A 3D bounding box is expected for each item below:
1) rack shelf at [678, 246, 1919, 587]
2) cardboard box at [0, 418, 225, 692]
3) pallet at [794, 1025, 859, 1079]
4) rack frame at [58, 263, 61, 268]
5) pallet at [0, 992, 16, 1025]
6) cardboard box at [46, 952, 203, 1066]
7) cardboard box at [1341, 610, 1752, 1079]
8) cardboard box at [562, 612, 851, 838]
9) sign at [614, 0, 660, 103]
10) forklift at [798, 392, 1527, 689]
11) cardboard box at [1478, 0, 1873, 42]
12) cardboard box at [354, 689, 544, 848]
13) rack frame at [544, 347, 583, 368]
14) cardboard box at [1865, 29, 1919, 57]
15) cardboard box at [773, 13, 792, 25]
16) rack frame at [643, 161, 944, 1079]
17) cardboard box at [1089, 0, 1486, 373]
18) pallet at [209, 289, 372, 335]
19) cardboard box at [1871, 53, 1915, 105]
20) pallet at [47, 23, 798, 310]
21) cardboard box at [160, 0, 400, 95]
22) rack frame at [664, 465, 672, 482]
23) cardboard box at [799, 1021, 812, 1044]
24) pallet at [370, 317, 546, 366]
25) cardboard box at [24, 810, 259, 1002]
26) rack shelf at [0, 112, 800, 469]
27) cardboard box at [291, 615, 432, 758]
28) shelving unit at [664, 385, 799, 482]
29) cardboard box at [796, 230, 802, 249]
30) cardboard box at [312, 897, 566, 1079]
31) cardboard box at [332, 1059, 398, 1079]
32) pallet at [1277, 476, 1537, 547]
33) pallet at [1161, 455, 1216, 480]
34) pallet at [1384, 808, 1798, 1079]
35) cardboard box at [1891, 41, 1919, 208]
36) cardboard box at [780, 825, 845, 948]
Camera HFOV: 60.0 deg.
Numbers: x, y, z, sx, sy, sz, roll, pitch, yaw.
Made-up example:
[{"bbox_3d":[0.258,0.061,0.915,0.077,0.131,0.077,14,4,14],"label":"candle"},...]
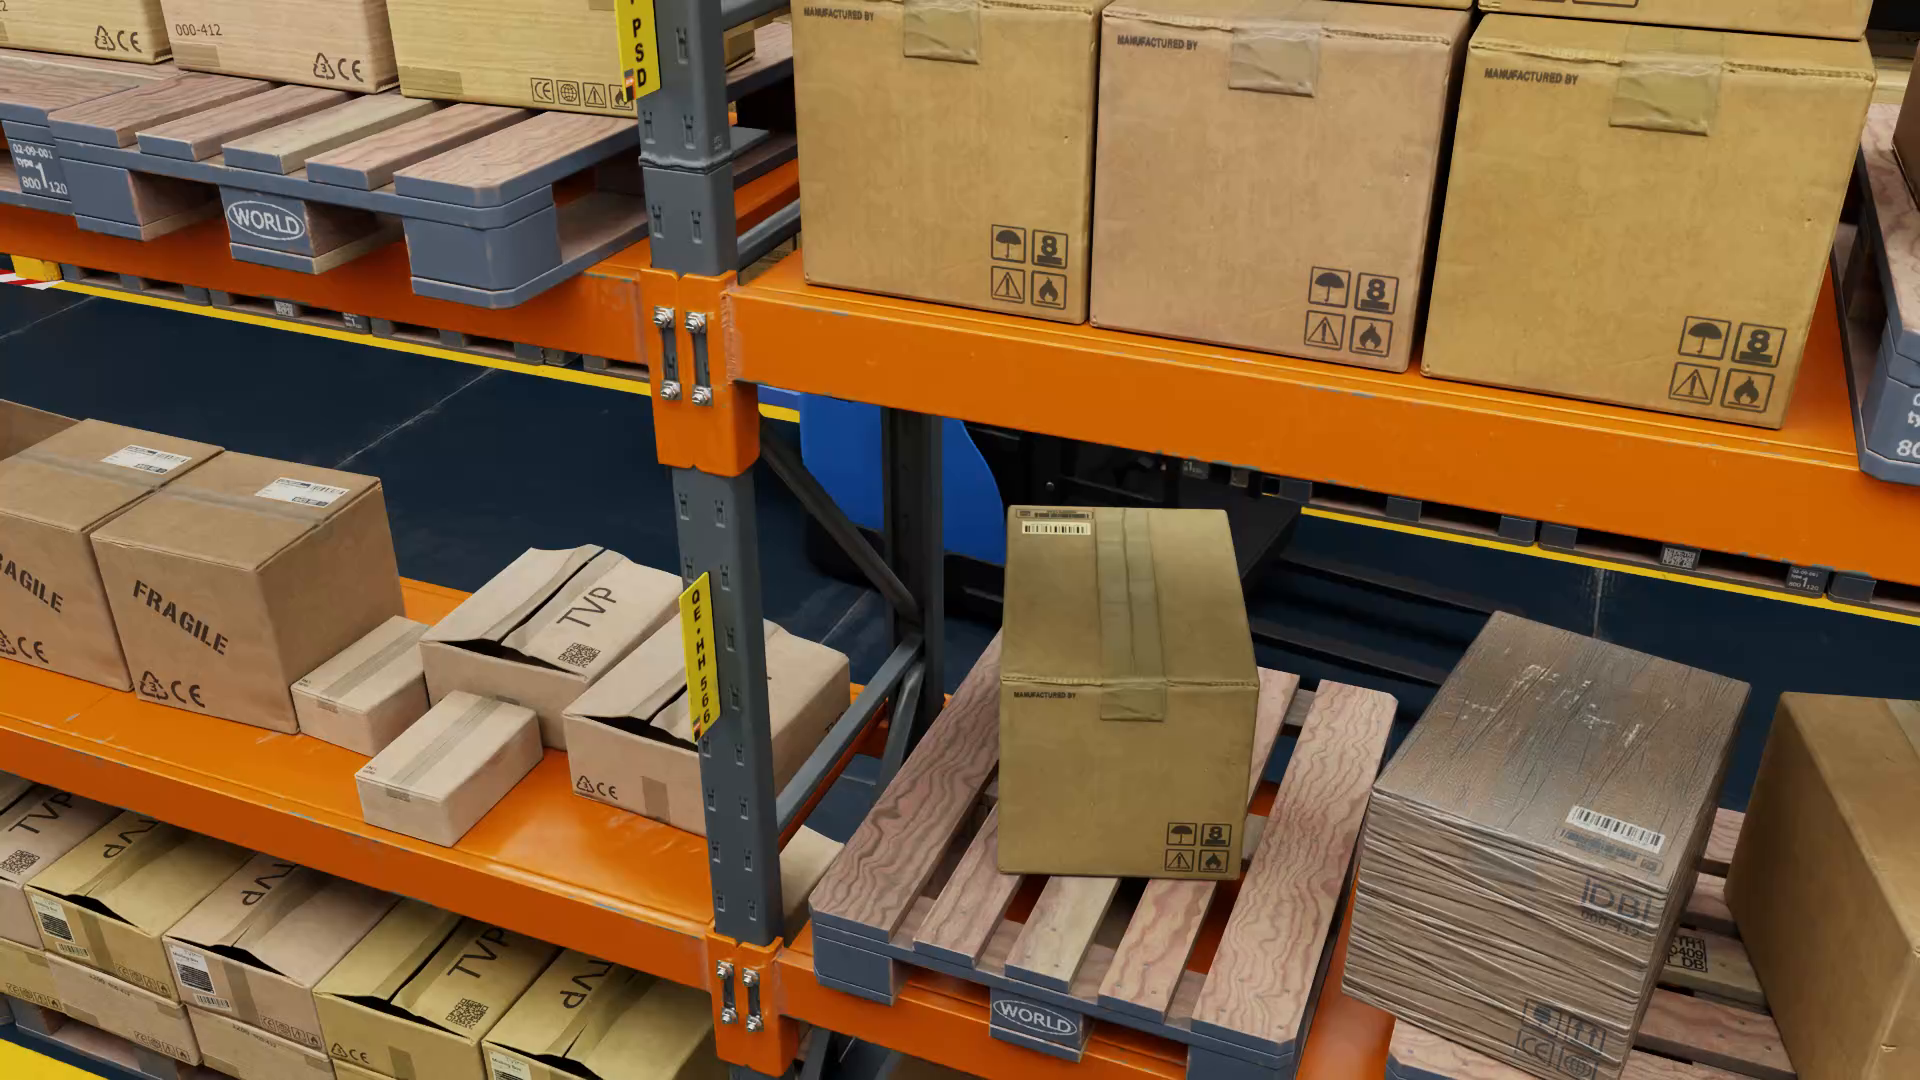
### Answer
[{"bbox_3d":[1.570,-0.149,2.649,4.000,0.370,1.077,11,31,19],"label":"rack shelf"},{"bbox_3d":[-2.332,0.029,4.548,0.500,0.500,0.500,11,31,19],"label":"cardboard box"},{"bbox_3d":[-1.031,1.517,4.851,1.213,0.211,1.003,11,31,19],"label":"pallet"},{"bbox_3d":[-5.837,-3.266,10.480,0.127,3.000,1.000,11,31,19],"label":"rack frame"},{"bbox_3d":[-3.292,1.066,5.650,1.213,0.211,1.003,11,31,19],"label":"pallet"},{"bbox_3d":[-2.284,1.219,4.912,0.500,0.250,0.500,12,32,20],"label":"cardboard box"},{"bbox_3d":[1.119,0.568,3.168,0.500,0.500,0.700,18,34,28],"label":"cardboard box"},{"bbox_3d":[-0.604,0.425,4.041,0.500,0.311,0.500,13,32,22],"label":"cardboard box"},{"bbox_3d":[-0.499,-0.841,2.535,0.005,0.325,0.100,11,31,19],"label":"sign"},{"bbox_3d":[0.827,-1.007,6.553,3.031,2.935,1.130,16,33,25],"label":"forklift"},{"bbox_3d":[1.064,-1.039,2.374,0.500,0.500,0.500,11,31,19],"label":"cardboard box"},{"bbox_3d":[-1.220,0.542,3.998,0.250,0.149,0.380,11,31,19],"label":"cardboard box"},{"bbox_3d":[-2.130,-2.526,9.171,0.127,3.000,1.000,11,31,19],"label":"rack frame"},{"bbox_3d":[4.001,-1.942,6.952,0.500,0.250,0.500,10,31,17],"label":"cardboard box"},{"bbox_3d":[-0.535,-2.437,8.465,0.500,0.500,0.700,16,33,26],"label":"cardboard box"},{"bbox_3d":[-0.283,0.473,3.864,0.127,3.000,1.000,11,31,19],"label":"rack frame"},{"bbox_3d":[0.607,-0.716,2.819,0.500,0.500,0.910,11,31,19],"label":"cardboard box"},{"bbox_3d":[-3.901,-1.645,10.446,1.213,0.211,1.003,11,31,19],"label":"pallet"},{"bbox_3d":[3.811,-1.717,6.554,0.500,0.250,0.500,12,32,20],"label":"cardboard box"},{"bbox_3d":[-0.945,-0.835,3.323,1.003,0.211,1.213,13,32,21],"label":"pallet"},{"bbox_3d":[-1.217,-1.097,3.320,0.500,0.250,0.500,12,32,20],"label":"cardboard box"},{"bbox_3d":[-1.330,-1.054,8.090,0.032,1.500,0.500,16,33,25],"label":"rack frame"},{"bbox_3d":[-0.658,1.257,4.846,0.500,0.250,0.500,11,31,19],"label":"cardboard box"},{"bbox_3d":[-2.766,-1.420,10.048,1.213,0.211,1.003,11,31,19],"label":"pallet"},{"bbox_3d":[-2.275,0.977,4.771,0.500,0.311,0.500,12,32,20],"label":"cardboard box"},{"bbox_3d":[-2.136,-0.889,3.958,4.000,0.370,1.077,11,31,19],"label":"rack shelf"},{"bbox_3d":[-1.486,0.372,4.298,0.250,0.149,0.380,14,32,23],"label":"cardboard box"},{"bbox_3d":[-0.888,-0.931,7.872,1.048,1.500,0.538,16,33,25],"label":"shelving unit"},{"bbox_3d":[-0.549,-1.653,8.957,0.500,0.250,0.500,10,31,18],"label":"cardboard box"},{"bbox_3d":[-1.345,1.165,4.437,0.500,0.311,0.500,11,31,18],"label":"cardboard box"},{"bbox_3d":[-1.341,1.408,4.579,0.500,0.250,0.500,11,31,19],"label":"cardboard box"},{"bbox_3d":[2.278,-0.392,8.229,1.213,0.211,1.003,11,31,19],"label":"pallet"},{"bbox_3d":[0.852,-0.717,8.805,1.213,0.211,1.003,11,31,19],"label":"pallet"},{"bbox_3d":[1.521,0.914,3.279,1.213,0.211,1.003,11,31,19],"label":"pallet"},{"bbox_3d":[1.747,-0.735,2.323,0.600,0.600,0.600,10,31,17],"label":"cardboard box"},{"bbox_3d":[-0.658,1.012,4.708,0.500,0.311,0.500,12,32,21],"label":"cardboard box"}]
